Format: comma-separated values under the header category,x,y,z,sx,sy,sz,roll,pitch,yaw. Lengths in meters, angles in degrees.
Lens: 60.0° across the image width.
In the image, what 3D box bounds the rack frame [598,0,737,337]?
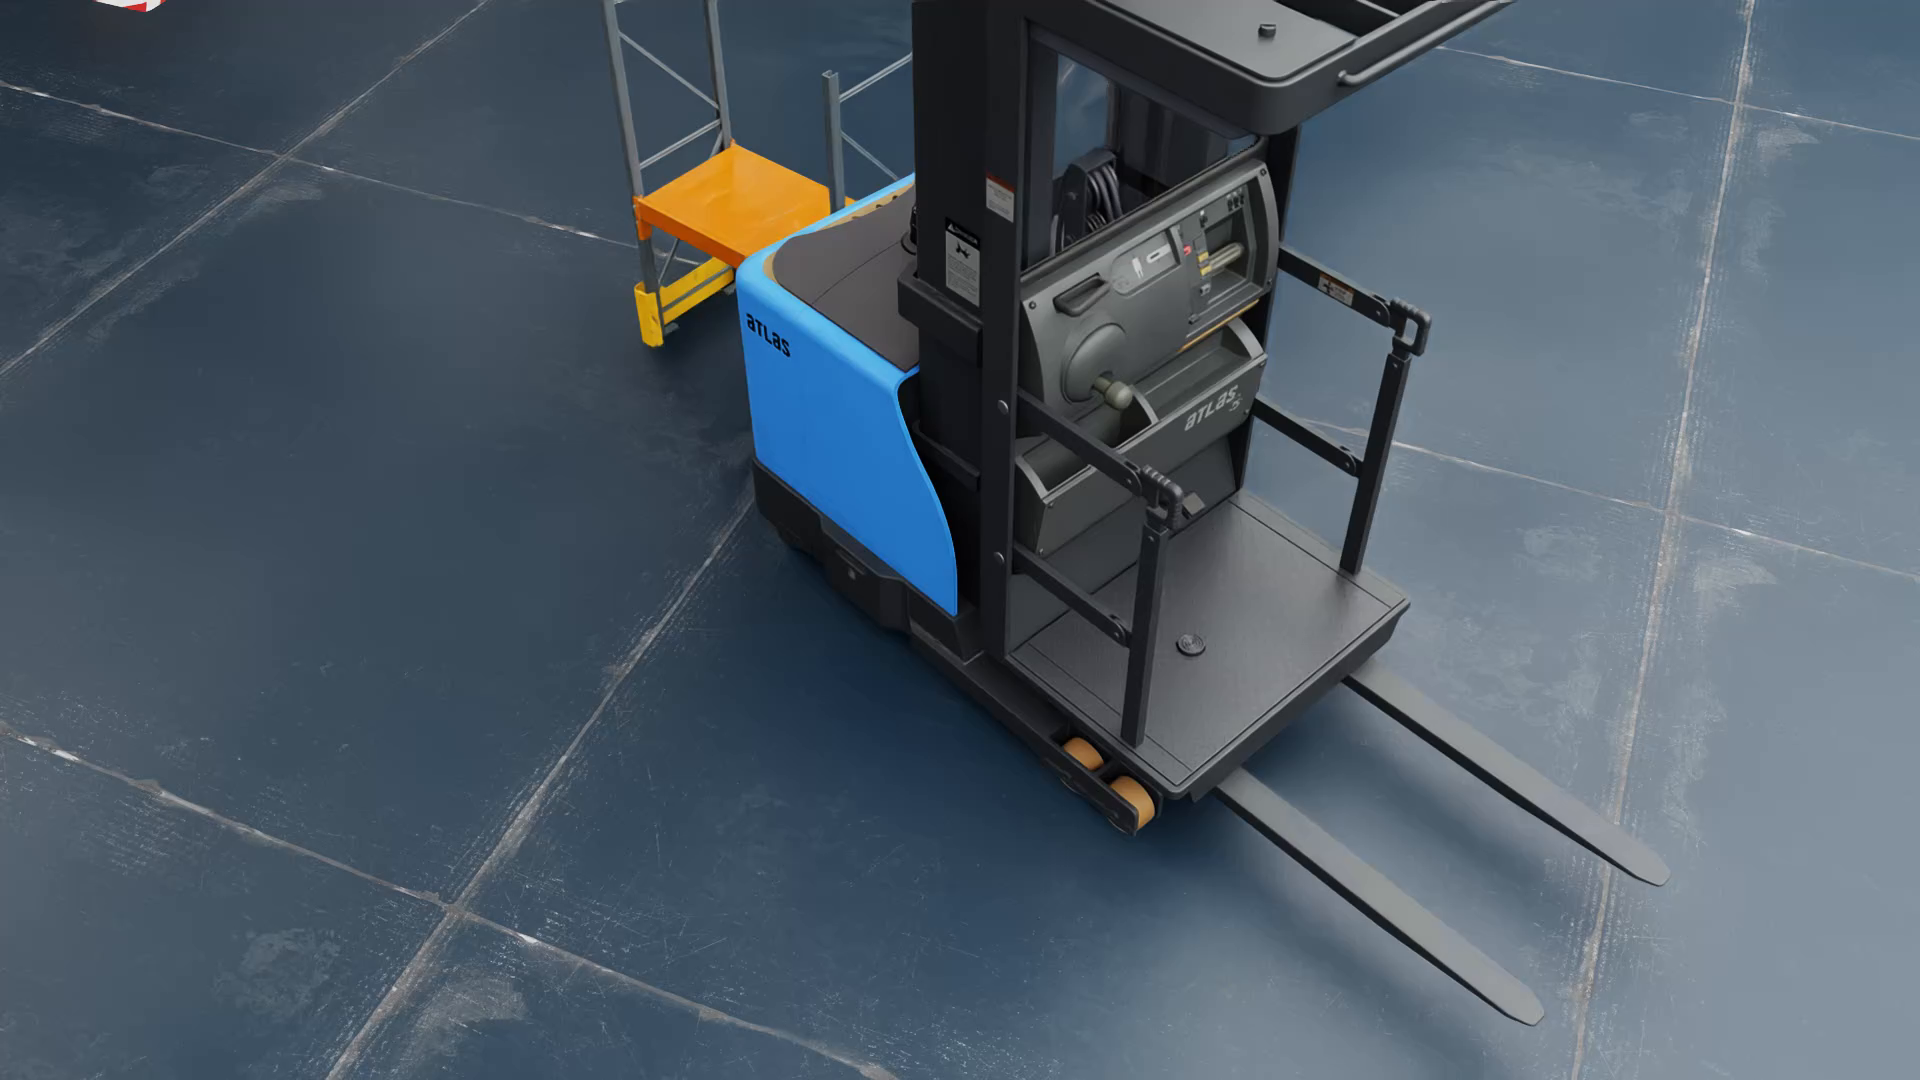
category,x,y,z,sx,sy,sz,roll,pitch,yaw
rack frame,-1.041,-1.461,6.155,0.032,1.500,0.500,30,52,27

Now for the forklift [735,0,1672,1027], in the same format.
category,x,y,z,sx,sy,sz,roll,pitch,yaw
forklift,0.664,-0.595,4.269,1.130,2.935,3.031,-33,54,-29

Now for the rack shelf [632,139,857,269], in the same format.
category,x,y,z,sx,sy,sz,roll,pitch,yaw
rack shelf,-0.646,-1.107,6.054,1.000,0.185,0.538,30,52,27

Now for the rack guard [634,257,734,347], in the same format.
category,x,y,z,sx,sy,sz,roll,pitch,yaw
rack guard,-1.040,-1.017,6.595,0.087,0.250,0.587,30,52,27

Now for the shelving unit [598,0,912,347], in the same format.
category,x,y,z,sx,sy,sz,roll,pitch,yaw
shelving unit,-0.653,-1.239,5.931,1.083,1.500,0.587,30,52,27

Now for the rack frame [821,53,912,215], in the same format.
category,x,y,z,sx,sy,sz,roll,pitch,yaw
rack frame,-0.252,-1.008,5.700,0.032,1.500,0.500,30,52,27
